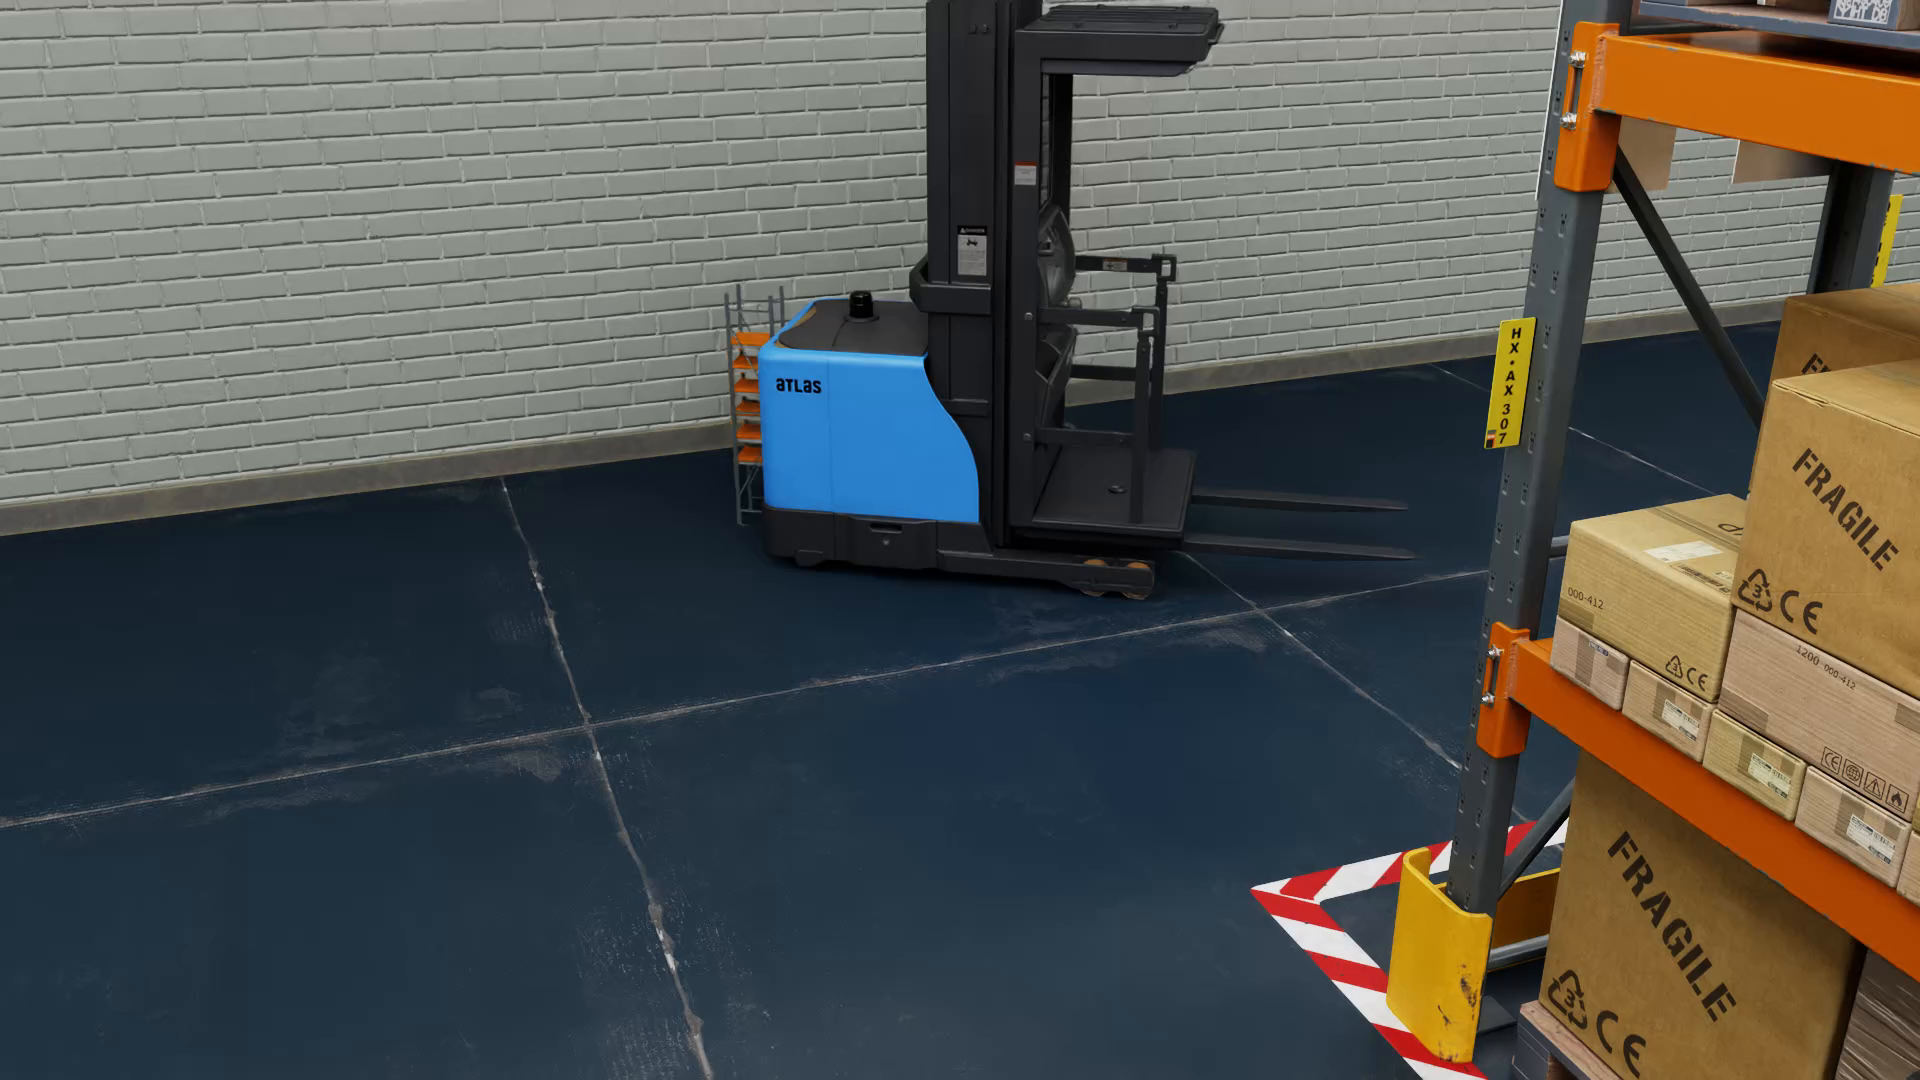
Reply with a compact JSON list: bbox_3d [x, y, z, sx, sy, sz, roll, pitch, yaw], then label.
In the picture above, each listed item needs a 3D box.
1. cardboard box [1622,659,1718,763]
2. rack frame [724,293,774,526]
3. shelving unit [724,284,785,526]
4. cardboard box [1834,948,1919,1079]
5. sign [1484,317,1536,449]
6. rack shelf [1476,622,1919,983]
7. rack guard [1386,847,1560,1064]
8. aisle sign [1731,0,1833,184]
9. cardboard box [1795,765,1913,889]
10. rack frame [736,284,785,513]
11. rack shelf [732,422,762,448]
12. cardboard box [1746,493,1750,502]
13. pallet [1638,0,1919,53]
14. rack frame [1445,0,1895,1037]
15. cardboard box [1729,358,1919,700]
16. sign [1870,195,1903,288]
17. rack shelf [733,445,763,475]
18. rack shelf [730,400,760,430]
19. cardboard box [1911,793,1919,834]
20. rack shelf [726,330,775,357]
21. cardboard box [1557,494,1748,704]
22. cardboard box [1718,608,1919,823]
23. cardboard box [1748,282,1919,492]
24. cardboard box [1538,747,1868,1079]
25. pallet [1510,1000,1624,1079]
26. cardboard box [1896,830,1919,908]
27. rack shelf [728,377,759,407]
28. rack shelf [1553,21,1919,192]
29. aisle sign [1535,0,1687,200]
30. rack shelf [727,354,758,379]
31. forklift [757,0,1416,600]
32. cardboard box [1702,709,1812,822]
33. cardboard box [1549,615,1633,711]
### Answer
[{"bbox_3d":[1.779,0.362,3.853,0.380,0.149,0.250,-9,24,-20],"label":"cardboard box"},{"bbox_3d":[-1.010,-0.621,8.177,0.240,1.200,0.006,4,23,10],"label":"rack frame"},{"bbox_3d":[-0.992,-0.656,8.260,0.258,1.200,0.189,4,23,10],"label":"shelving unit"},{"bbox_3d":[2.492,1.317,3.459,0.875,0.875,0.875,-8,24,-19],"label":"cardboard box"},{"bbox_3d":[1.349,-0.383,4.079,0.100,0.325,0.005,-8,24,-19],"label":"sign"},{"bbox_3d":[2.576,1.037,2.854,1.077,0.370,4.000,-8,24,-19],"label":"rack shelf"},{"bbox_3d":[1.861,1.122,4.945,1.175,0.500,0.348,-8,24,-19],"label":"rack guard"},{"bbox_3d":[2.125,-1.286,4.093,0.394,0.787,0.004,-8,24,-19],"label":"aisle sign"},{"bbox_3d":[1.963,0.549,3.408,0.380,0.149,0.250,-9,24,-20],"label":"cardboard box"},{"bbox_3d":[-0.975,-0.691,8.343,0.240,1.200,0.006,4,23,10],"label":"rack frame"},{"bbox_3d":[-0.992,-0.504,8.323,0.258,0.103,0.180,4,23,10],"label":"rack shelf"},{"bbox_3d":[2.289,0.050,4.078,0.500,0.250,0.500,-9,24,-20],"label":"cardboard box"},{"bbox_3d":[2.142,-1.095,3.237,1.003,0.211,1.213,-8,24,-19],"label":"pallet"},{"bbox_3d":[1.870,-0.021,4.438,1.000,3.000,0.127,-8,24,-19],"label":"rack frame"},{"bbox_3d":[1.964,-0.042,3.331,0.500,0.500,0.500,-9,24,-20],"label":"cardboard box"},{"bbox_3d":[2.382,-0.733,4.332,0.100,0.325,0.005,-8,24,-19],"label":"sign"},{"bbox_3d":[-0.992,-0.394,8.370,0.258,0.103,0.180,4,23,10],"label":"rack shelf"},{"bbox_3d":[-0.992,-0.615,8.277,0.258,0.103,0.180,4,23,10],"label":"rack shelf"},{"bbox_3d":[2.151,0.493,3.028,0.500,0.250,0.500,-9,25,-21],"label":"cardboard box"},{"bbox_3d":[-0.993,-0.947,8.137,0.258,0.103,0.180,4,23,10],"label":"rack shelf"},{"bbox_3d":[1.787,0.122,3.908,0.500,0.250,0.500,-9,24,-20],"label":"cardboard box"},{"bbox_3d":[1.977,0.310,3.462,0.500,0.250,0.500,-9,24,-20],"label":"cardboard box"},{"bbox_3d":[2.288,-0.294,3.930,0.500,0.500,0.500,-8,24,-18],"label":"cardboard box"},{"bbox_3d":[2.171,0.986,4.244,0.875,0.875,0.875,-8,24,-19],"label":"cardboard box"},{"bbox_3d":[2.226,1.544,4.316,1.003,0.211,1.213,-8,24,-19],"label":"pallet"},{"bbox_3d":[2.051,0.642,3.188,0.380,0.149,0.250,-9,24,-20],"label":"cardboard box"},{"bbox_3d":[-0.993,-0.725,8.230,0.258,0.103,0.180,4,23,10],"label":"rack shelf"},{"bbox_3d":[2.576,-0.345,2.271,1.077,0.370,4.000,-8,24,-19],"label":"rack shelf"},{"bbox_3d":[1.564,-1.204,3.898,0.394,0.787,0.004,-8,24,-19],"label":"aisle sign"},{"bbox_3d":[-0.993,-0.836,8.184,0.258,0.103,0.180,4,23,10],"label":"rack shelf"},{"bbox_3d":[0.628,-1.303,7.569,3.031,2.935,1.130,4,23,10],"label":"forklift"},{"bbox_3d":[1.869,0.455,3.632,0.380,0.149,0.250,-9,24,-20],"label":"cardboard box"},{"bbox_3d":[1.687,0.269,4.074,0.380,0.149,0.250,-8,24,-18],"label":"cardboard box"}]
